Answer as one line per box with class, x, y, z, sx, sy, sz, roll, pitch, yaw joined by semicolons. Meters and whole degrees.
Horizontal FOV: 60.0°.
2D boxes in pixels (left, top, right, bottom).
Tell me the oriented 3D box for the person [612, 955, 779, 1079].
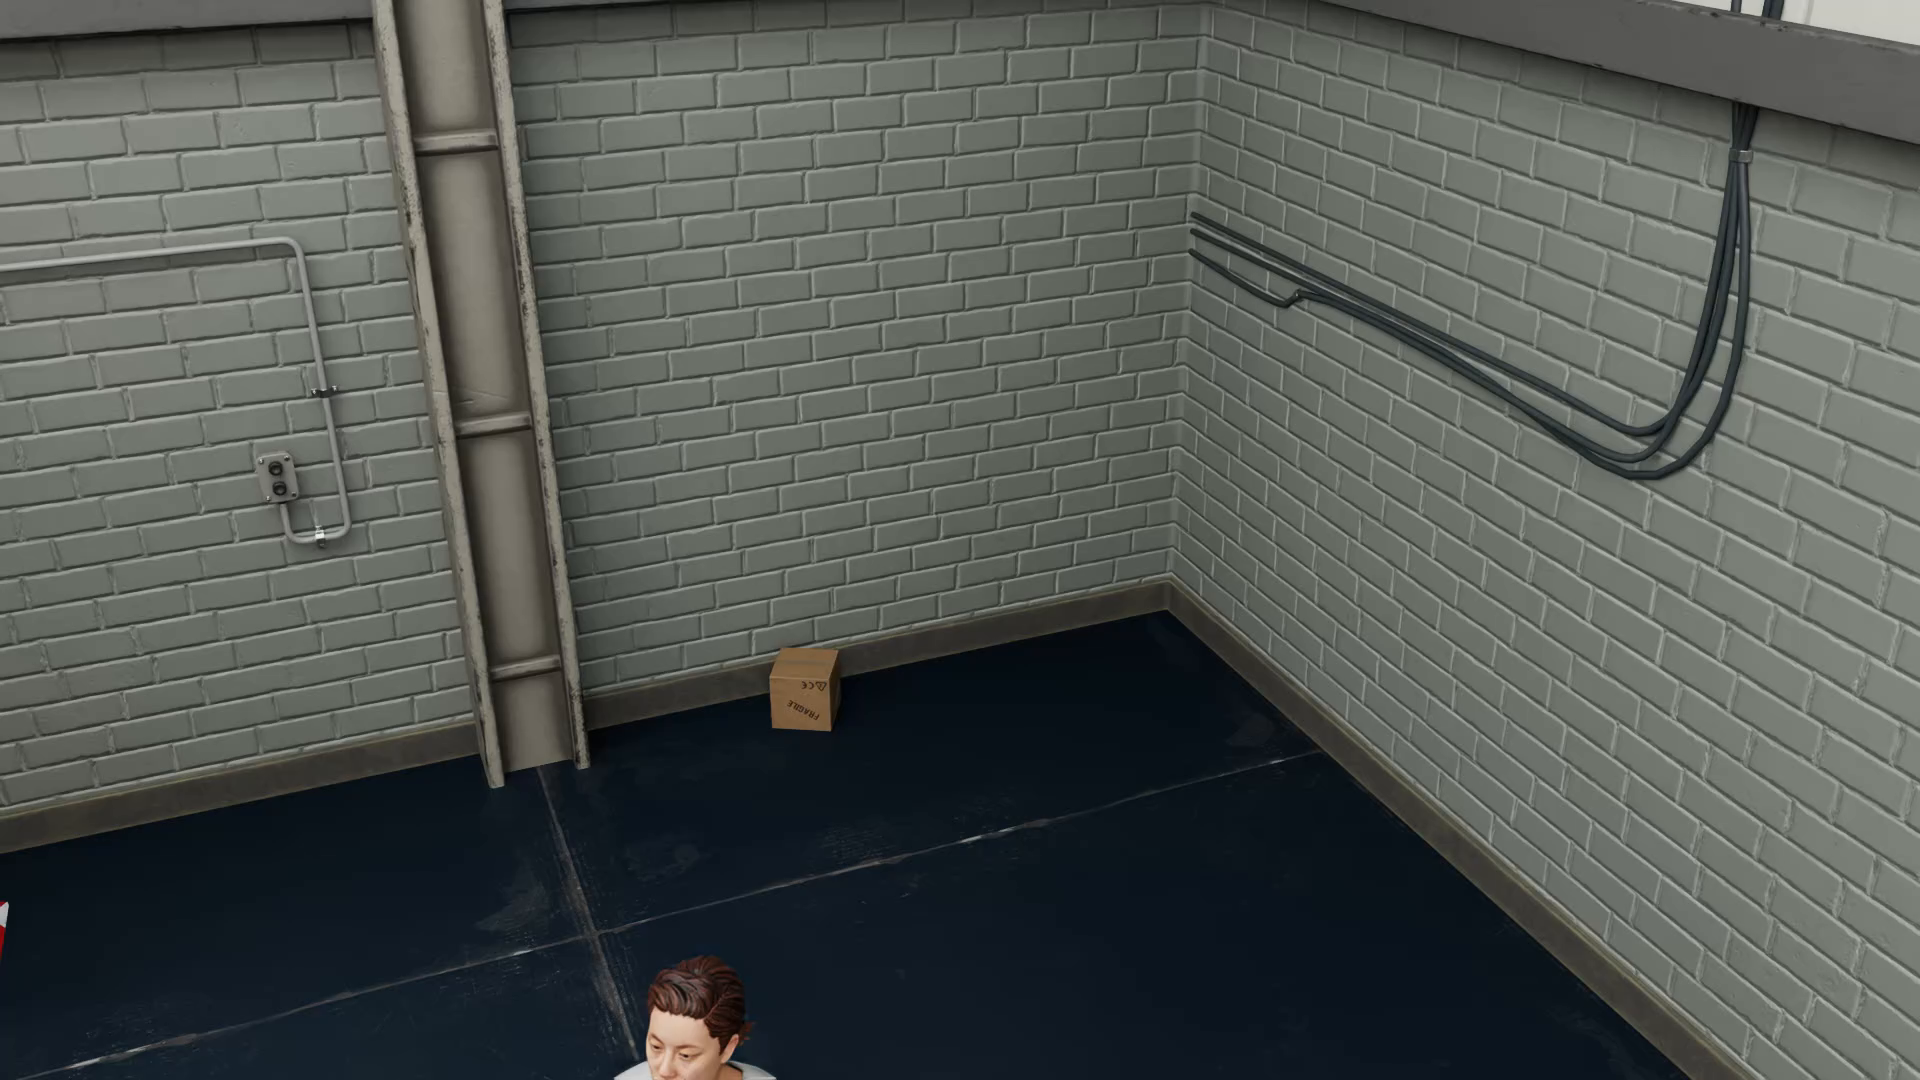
person;-0.507;1.587;3.335;0.450;1.616;0.985;1;26;3
